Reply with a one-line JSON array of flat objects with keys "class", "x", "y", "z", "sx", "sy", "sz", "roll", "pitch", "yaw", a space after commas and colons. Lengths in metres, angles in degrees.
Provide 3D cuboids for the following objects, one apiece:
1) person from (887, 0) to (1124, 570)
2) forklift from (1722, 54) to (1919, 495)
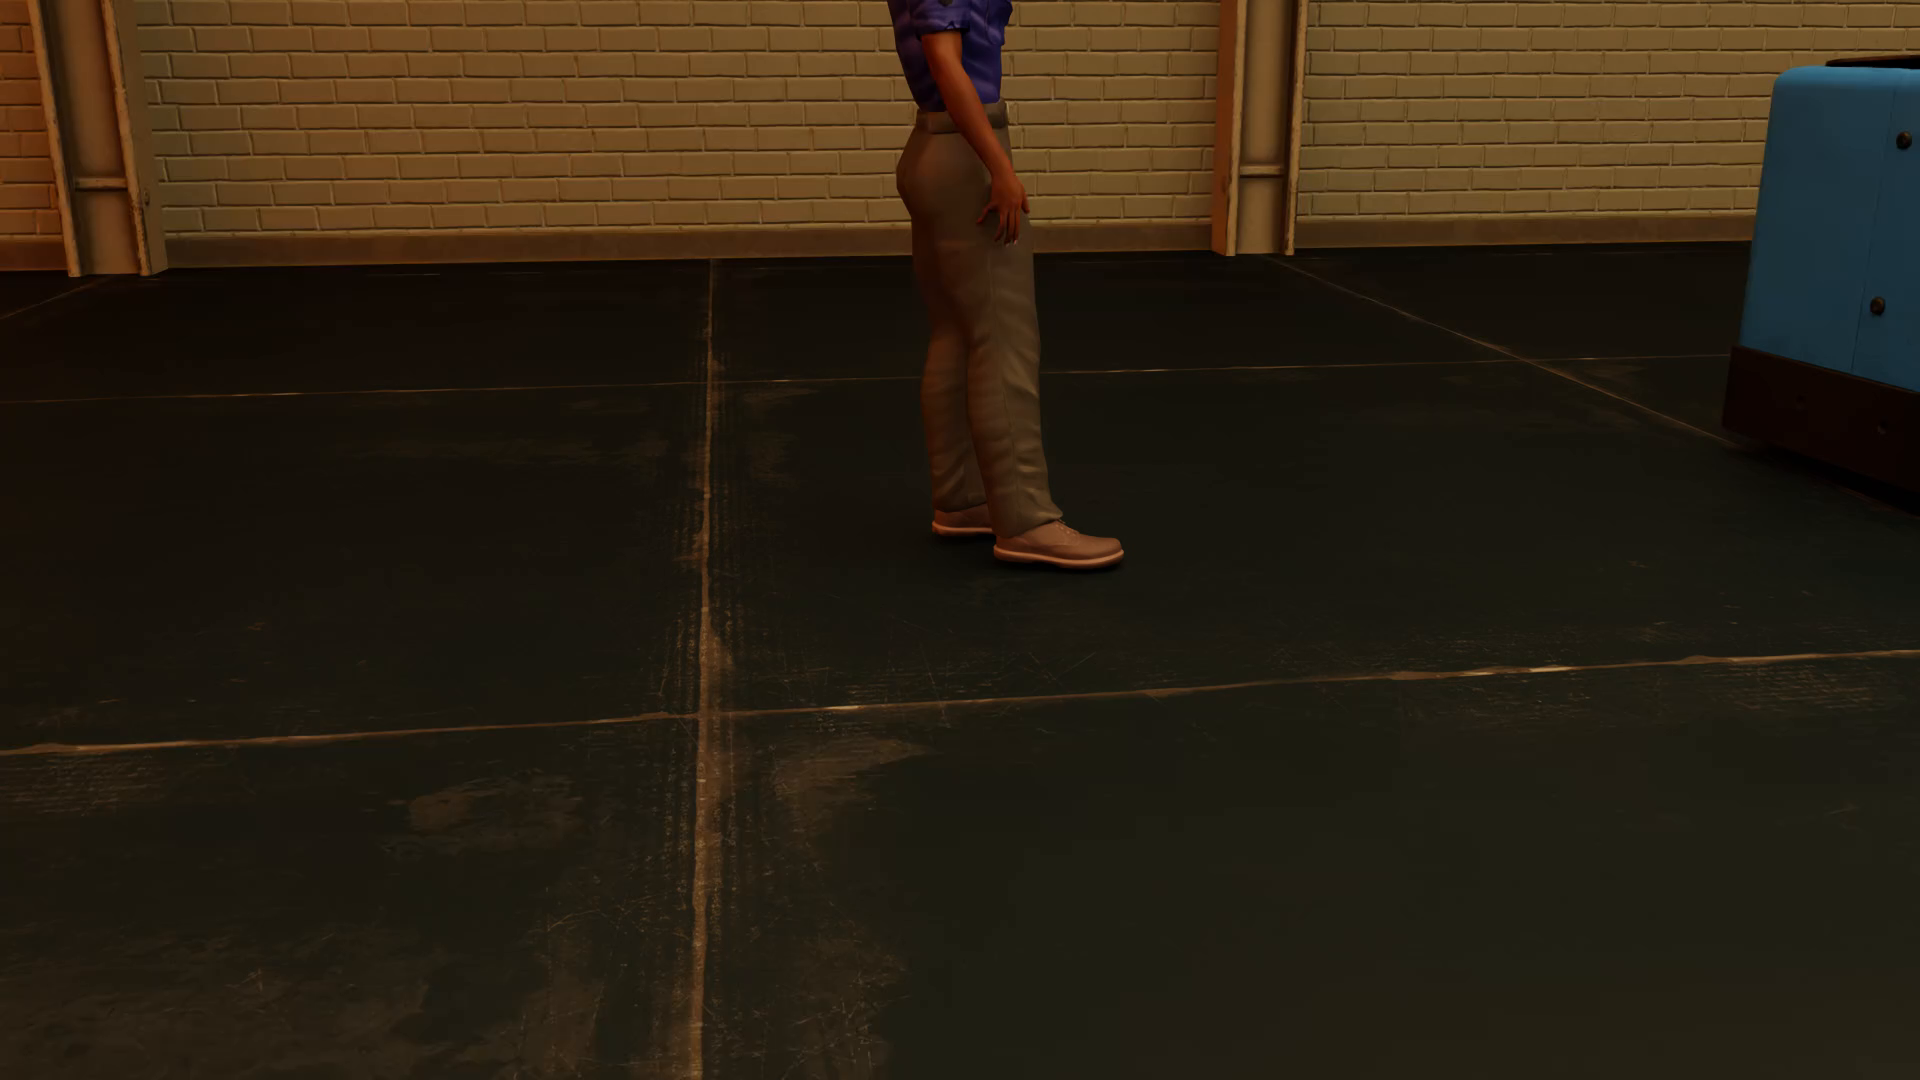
[{"class": "person", "x": 0.089, "y": -0.797, "z": 3.718, "sx": 0.504, "sy": 1.654, "sz": 0.569, "roll": -2, "pitch": 17, "yaw": -8}, {"class": "forklift", "x": 3.770, "y": -1.625, "z": 4.280, "sx": 3.031, "sy": 2.935, "sz": 1.130, "roll": -4, "pitch": 17, "yaw": -12}]
